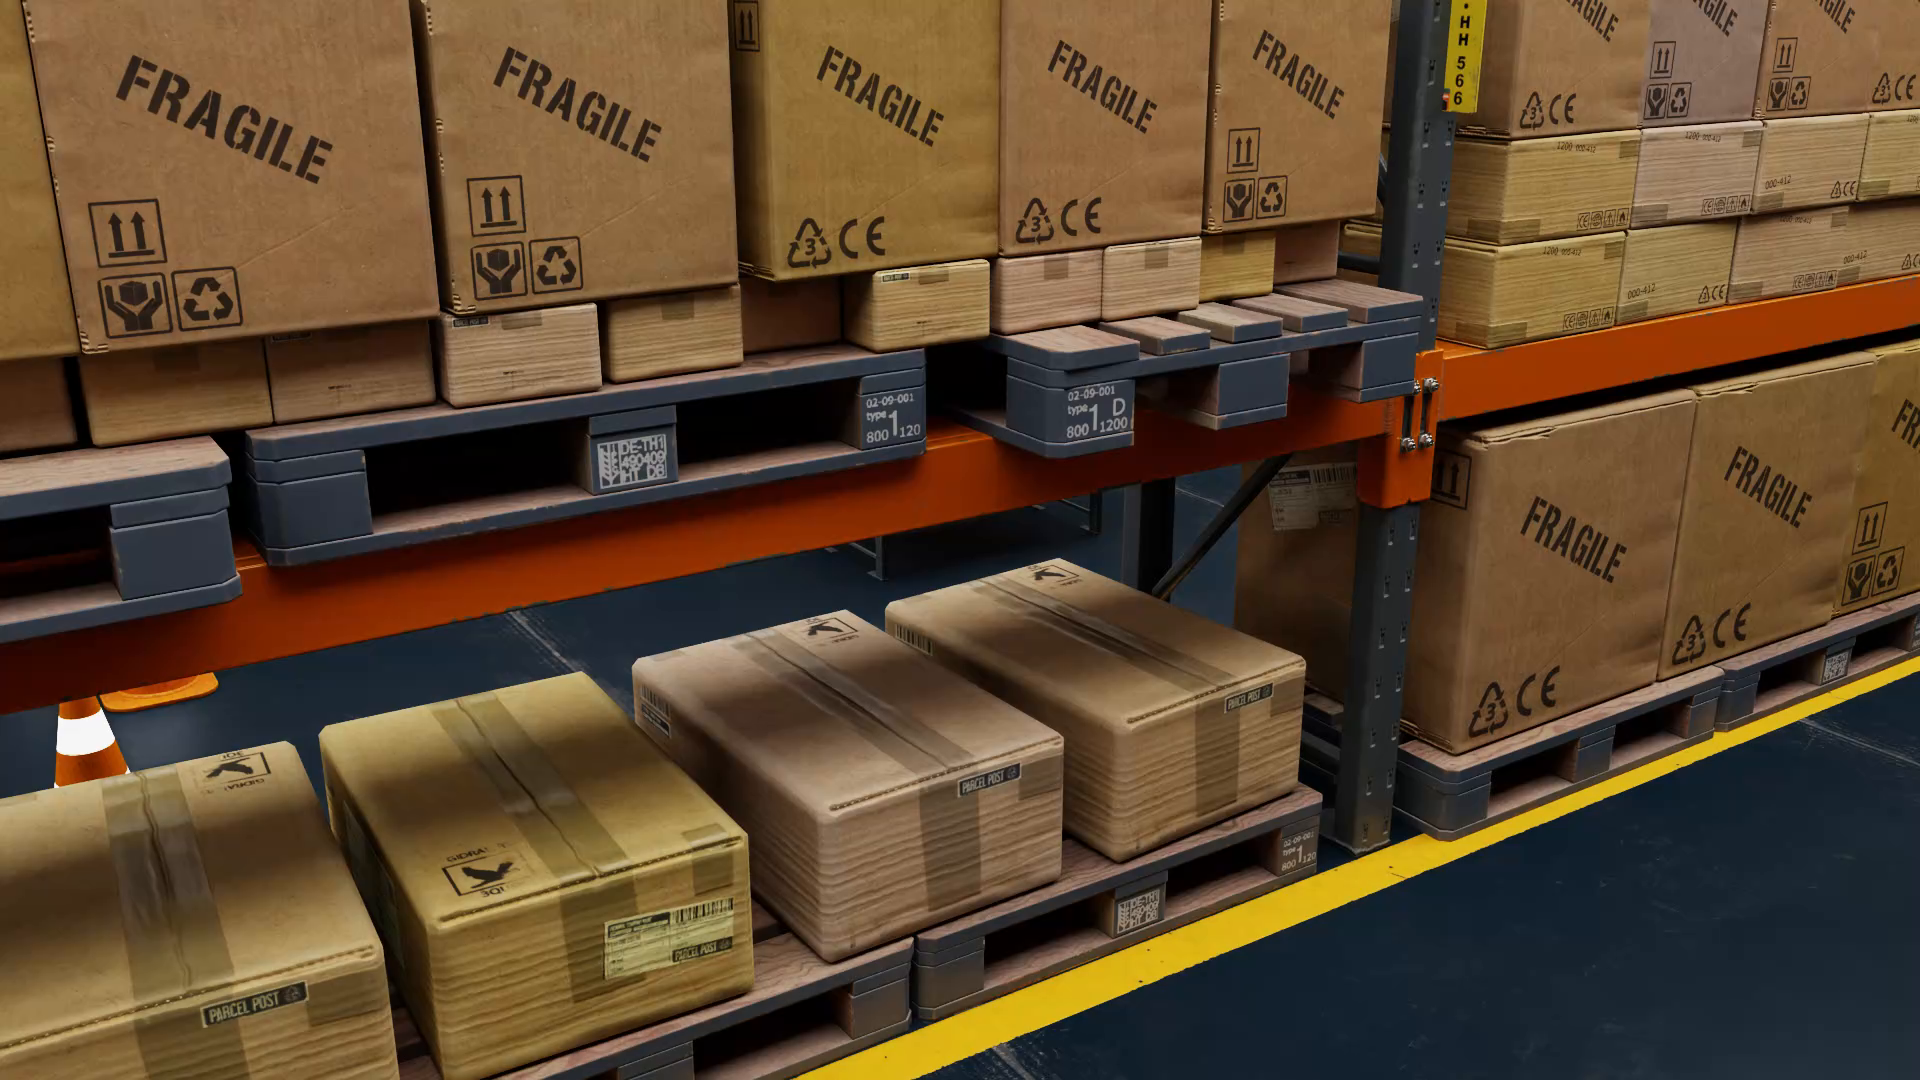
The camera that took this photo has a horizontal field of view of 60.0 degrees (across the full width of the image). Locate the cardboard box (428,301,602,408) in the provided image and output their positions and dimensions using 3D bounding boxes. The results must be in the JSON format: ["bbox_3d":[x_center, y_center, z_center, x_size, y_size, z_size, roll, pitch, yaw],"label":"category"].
[{"bbox_3d":[-0.798,-0.351,2.837,0.250,0.149,0.380,-11,22,-29],"label":"cardboard box"}]

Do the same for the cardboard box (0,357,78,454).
[{"bbox_3d":[-1.494,-0.241,2.511,0.250,0.149,0.380,-10,21,-28],"label":"cardboard box"}]

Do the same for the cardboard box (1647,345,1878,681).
[{"bbox_3d":[2.173,-0.189,5.282,0.875,0.875,0.875,-12,22,-31],"label":"cardboard box"}]

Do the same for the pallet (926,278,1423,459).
[{"bbox_3d":[0.267,-0.496,3.828,1.003,0.211,1.213,-12,22,-31],"label":"pallet"}]

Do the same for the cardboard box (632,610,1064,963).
[{"bbox_3d":[-0.286,0.534,3.929,0.625,0.372,0.950,-12,22,-32],"label":"cardboard box"}]

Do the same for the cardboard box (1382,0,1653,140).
[{"bbox_3d":[1.350,-1.284,4.140,0.500,0.500,0.500,-13,22,-33],"label":"cardboard box"}]

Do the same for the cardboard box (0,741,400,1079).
[{"bbox_3d":[-1.502,0.789,3.175,0.625,0.372,0.950,-10,21,-28],"label":"cardboard box"}]

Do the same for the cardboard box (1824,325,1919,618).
[{"bbox_3d":[2.920,-0.346,5.747,0.875,0.875,0.875,-11,22,-30],"label":"cardboard box"}]

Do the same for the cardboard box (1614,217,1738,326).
[{"bbox_3d":[1.770,-0.784,4.615,0.500,0.250,0.500,-13,22,-33],"label":"cardboard box"}]

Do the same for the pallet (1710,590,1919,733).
[{"bbox_3d":[2.521,0.248,5.683,1.213,0.211,1.003,-12,22,-31],"label":"pallet"}]

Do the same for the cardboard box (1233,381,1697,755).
[{"bbox_3d":[1.426,-0.033,4.820,0.875,0.875,0.875,-12,22,-32],"label":"cardboard box"}]

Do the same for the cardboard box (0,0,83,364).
[{"bbox_3d":[-1.570,-0.518,2.317,0.500,0.500,0.500,-12,22,-31],"label":"cardboard box"}]

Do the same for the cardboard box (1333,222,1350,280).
[{"bbox_3d":[1.083,-0.829,4.746,0.500,0.250,0.500,-13,23,-33],"label":"cardboard box"}]

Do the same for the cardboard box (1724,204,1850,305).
[{"bbox_3d":[2.211,-0.875,4.883,0.500,0.250,0.500,-11,22,-30],"label":"cardboard box"}]

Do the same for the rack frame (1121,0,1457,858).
[{"bbox_3d":[0.803,-0.741,4.253,0.127,3.000,1.000,-12,22,-31],"label":"rack frame"}]

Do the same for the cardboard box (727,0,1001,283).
[{"bbox_3d":[-0.270,-0.791,3.123,0.500,0.500,0.500,-14,23,-35],"label":"cardboard box"}]

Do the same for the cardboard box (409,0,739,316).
[{"bbox_3d":[-0.726,-0.695,2.840,0.500,0.500,0.500,-13,23,-34],"label":"cardboard box"}]

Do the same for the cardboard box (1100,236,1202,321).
[{"bbox_3d":[0.289,-0.577,3.506,0.250,0.149,0.380,-12,22,-32],"label":"cardboard box"}]

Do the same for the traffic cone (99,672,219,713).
[{"bbox_3d":[-2.579,0.254,5.271,0.334,0.463,0.336,-12,22,-31],"label":"traffic cone"}]

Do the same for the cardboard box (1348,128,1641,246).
[{"bbox_3d":[1.362,-0.930,4.266,0.500,0.250,0.500,-12,22,-32],"label":"cardboard box"}]

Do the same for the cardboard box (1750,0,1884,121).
[{"bbox_3d":[2.199,-1.460,4.664,0.500,0.500,0.500,-11,22,-30],"label":"cardboard box"}]

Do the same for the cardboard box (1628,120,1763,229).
[{"bbox_3d":[1.795,-1.021,4.534,0.500,0.250,0.500,-11,22,-30],"label":"cardboard box"}]

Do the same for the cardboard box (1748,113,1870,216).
[{"bbox_3d":[2.218,-1.105,4.784,0.500,0.250,0.500,-12,22,-32],"label":"cardboard box"}]

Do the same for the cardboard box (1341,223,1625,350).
[{"bbox_3d":[1.351,-0.689,4.333,0.500,0.250,0.500,-12,22,-32],"label":"cardboard box"}]

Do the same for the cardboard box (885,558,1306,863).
[{"bbox_3d":[0.326,0.402,4.320,0.625,0.372,0.950,-14,23,-35],"label":"cardboard box"}]

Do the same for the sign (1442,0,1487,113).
[{"bbox_3d":[1.110,-1.109,3.656,0.005,0.325,0.100,-12,22,-31],"label":"sign"}]

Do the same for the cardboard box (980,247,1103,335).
[{"bbox_3d":[0.075,-0.535,3.381,0.250,0.149,0.380,-13,23,-34],"label":"cardboard box"}]

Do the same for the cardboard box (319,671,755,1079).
[{"bbox_3d":[-0.922,0.666,3.539,0.625,0.372,0.950,-11,22,-30],"label":"cardboard box"}]

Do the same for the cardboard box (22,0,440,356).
[{"bbox_3d":[-1.150,-0.601,2.564,0.500,0.500,0.500,-12,22,-32],"label":"cardboard box"}]

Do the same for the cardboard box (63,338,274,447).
[{"bbox_3d":[-1.256,-0.275,2.612,0.250,0.149,0.380,-12,22,-31],"label":"cardboard box"}]

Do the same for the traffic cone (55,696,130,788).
[{"bbox_3d":[-2.272,0.572,4.329,0.334,0.463,0.336,-12,22,-31],"label":"traffic cone"}]

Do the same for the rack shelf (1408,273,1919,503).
[{"bbox_3d":[2.474,-0.753,5.410,4.000,0.370,1.077,-12,22,-31],"label":"rack shelf"}]

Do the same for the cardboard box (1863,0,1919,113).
[{"bbox_3d":[2.623,-1.548,4.924,0.500,0.500,0.500,-12,22,-31],"label":"cardboard box"}]

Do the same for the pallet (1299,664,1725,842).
[{"bbox_3d":[1.503,0.461,5.051,1.213,0.211,1.003,-12,22,-31],"label":"pallet"}]

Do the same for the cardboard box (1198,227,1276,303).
[{"bbox_3d":[0.475,-0.634,3.672,0.250,0.149,0.380,-12,22,-31],"label":"cardboard box"}]

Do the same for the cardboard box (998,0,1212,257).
[{"bbox_3d":[0.151,-0.880,3.387,0.500,0.500,0.500,-12,22,-32],"label":"cardboard box"}]

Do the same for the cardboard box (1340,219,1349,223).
[{"bbox_3d":[1.068,-1.060,4.650,0.500,0.250,0.500,-12,22,-32],"label":"cardboard box"}]

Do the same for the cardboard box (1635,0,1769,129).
[{"bbox_3d":[1.759,-1.373,4.407,0.500,0.500,0.500,-12,22,-31],"label":"cardboard box"}]

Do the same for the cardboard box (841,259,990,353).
[{"bbox_3d":[-0.148,-0.483,3.226,0.250,0.149,0.380,-11,22,-30],"label":"cardboard box"}]

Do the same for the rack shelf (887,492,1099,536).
[{"bbox_3d":[0.006,-0.302,6.646,1.000,0.278,0.538,-12,22,-31],"label":"rack shelf"}]

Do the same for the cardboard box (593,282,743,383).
[{"bbox_3d":[-0.591,-0.406,2.999,0.250,0.149,0.380,-13,22,-33],"label":"cardboard box"}]

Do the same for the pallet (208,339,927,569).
[{"bbox_3d":[-0.827,-0.291,3.220,1.213,0.211,1.003,-12,22,-31],"label":"pallet"}]

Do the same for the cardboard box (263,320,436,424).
[{"bbox_3d":[-1.049,-0.318,2.740,0.250,0.149,0.380,-12,22,-31],"label":"cardboard box"}]

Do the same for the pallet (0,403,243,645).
[{"bbox_3d":[-1.819,-0.041,2.483,1.213,0.211,1.003,-12,22,-31],"label":"pallet"}]

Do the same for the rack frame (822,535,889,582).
[{"bbox_3d":[-0.419,-0.445,6.303,0.032,1.125,0.500,-12,22,-31],"label":"rack frame"}]

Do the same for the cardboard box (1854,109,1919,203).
[{"bbox_3d":[2.649,-1.191,5.038,0.500,0.250,0.500,-11,22,-30],"label":"cardboard box"}]

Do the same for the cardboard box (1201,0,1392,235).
[{"bbox_3d":[0.577,-0.974,3.665,0.500,0.500,0.500,-13,22,-33],"label":"cardboard box"}]

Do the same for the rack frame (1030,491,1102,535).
[{"bbox_3d":[0.430,-0.624,6.833,0.032,1.125,0.500,-12,22,-31],"label":"rack frame"}]

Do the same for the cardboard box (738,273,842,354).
[{"bbox_3d":[-0.427,-0.472,3.195,0.250,0.149,0.380,-12,22,-31],"label":"cardboard box"}]

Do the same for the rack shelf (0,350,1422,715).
[{"bbox_3d":[-0.867,-0.048,3.326,4.000,0.370,1.077,-12,22,-31],"label":"rack shelf"}]

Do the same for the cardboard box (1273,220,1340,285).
[{"bbox_3d":[0.659,-0.700,3.869,0.250,0.149,0.380,-11,22,-29],"label":"cardboard box"}]

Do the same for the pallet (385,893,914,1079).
[{"bbox_3d":[-0.868,0.931,3.662,1.213,0.211,1.003,-12,22,-31],"label":"pallet"}]

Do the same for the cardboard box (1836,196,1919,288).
[{"bbox_3d":[2.621,-0.963,5.143,0.500,0.250,0.500,-12,22,-31],"label":"cardboard box"}]

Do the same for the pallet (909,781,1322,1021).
[{"bbox_3d":[0.150,0.717,4.294,1.213,0.211,1.003,-12,22,-31],"label":"pallet"}]

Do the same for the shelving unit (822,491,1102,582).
[{"bbox_3d":[0.006,-0.534,6.568,1.048,1.125,0.538,-12,22,-31],"label":"shelving unit"}]
